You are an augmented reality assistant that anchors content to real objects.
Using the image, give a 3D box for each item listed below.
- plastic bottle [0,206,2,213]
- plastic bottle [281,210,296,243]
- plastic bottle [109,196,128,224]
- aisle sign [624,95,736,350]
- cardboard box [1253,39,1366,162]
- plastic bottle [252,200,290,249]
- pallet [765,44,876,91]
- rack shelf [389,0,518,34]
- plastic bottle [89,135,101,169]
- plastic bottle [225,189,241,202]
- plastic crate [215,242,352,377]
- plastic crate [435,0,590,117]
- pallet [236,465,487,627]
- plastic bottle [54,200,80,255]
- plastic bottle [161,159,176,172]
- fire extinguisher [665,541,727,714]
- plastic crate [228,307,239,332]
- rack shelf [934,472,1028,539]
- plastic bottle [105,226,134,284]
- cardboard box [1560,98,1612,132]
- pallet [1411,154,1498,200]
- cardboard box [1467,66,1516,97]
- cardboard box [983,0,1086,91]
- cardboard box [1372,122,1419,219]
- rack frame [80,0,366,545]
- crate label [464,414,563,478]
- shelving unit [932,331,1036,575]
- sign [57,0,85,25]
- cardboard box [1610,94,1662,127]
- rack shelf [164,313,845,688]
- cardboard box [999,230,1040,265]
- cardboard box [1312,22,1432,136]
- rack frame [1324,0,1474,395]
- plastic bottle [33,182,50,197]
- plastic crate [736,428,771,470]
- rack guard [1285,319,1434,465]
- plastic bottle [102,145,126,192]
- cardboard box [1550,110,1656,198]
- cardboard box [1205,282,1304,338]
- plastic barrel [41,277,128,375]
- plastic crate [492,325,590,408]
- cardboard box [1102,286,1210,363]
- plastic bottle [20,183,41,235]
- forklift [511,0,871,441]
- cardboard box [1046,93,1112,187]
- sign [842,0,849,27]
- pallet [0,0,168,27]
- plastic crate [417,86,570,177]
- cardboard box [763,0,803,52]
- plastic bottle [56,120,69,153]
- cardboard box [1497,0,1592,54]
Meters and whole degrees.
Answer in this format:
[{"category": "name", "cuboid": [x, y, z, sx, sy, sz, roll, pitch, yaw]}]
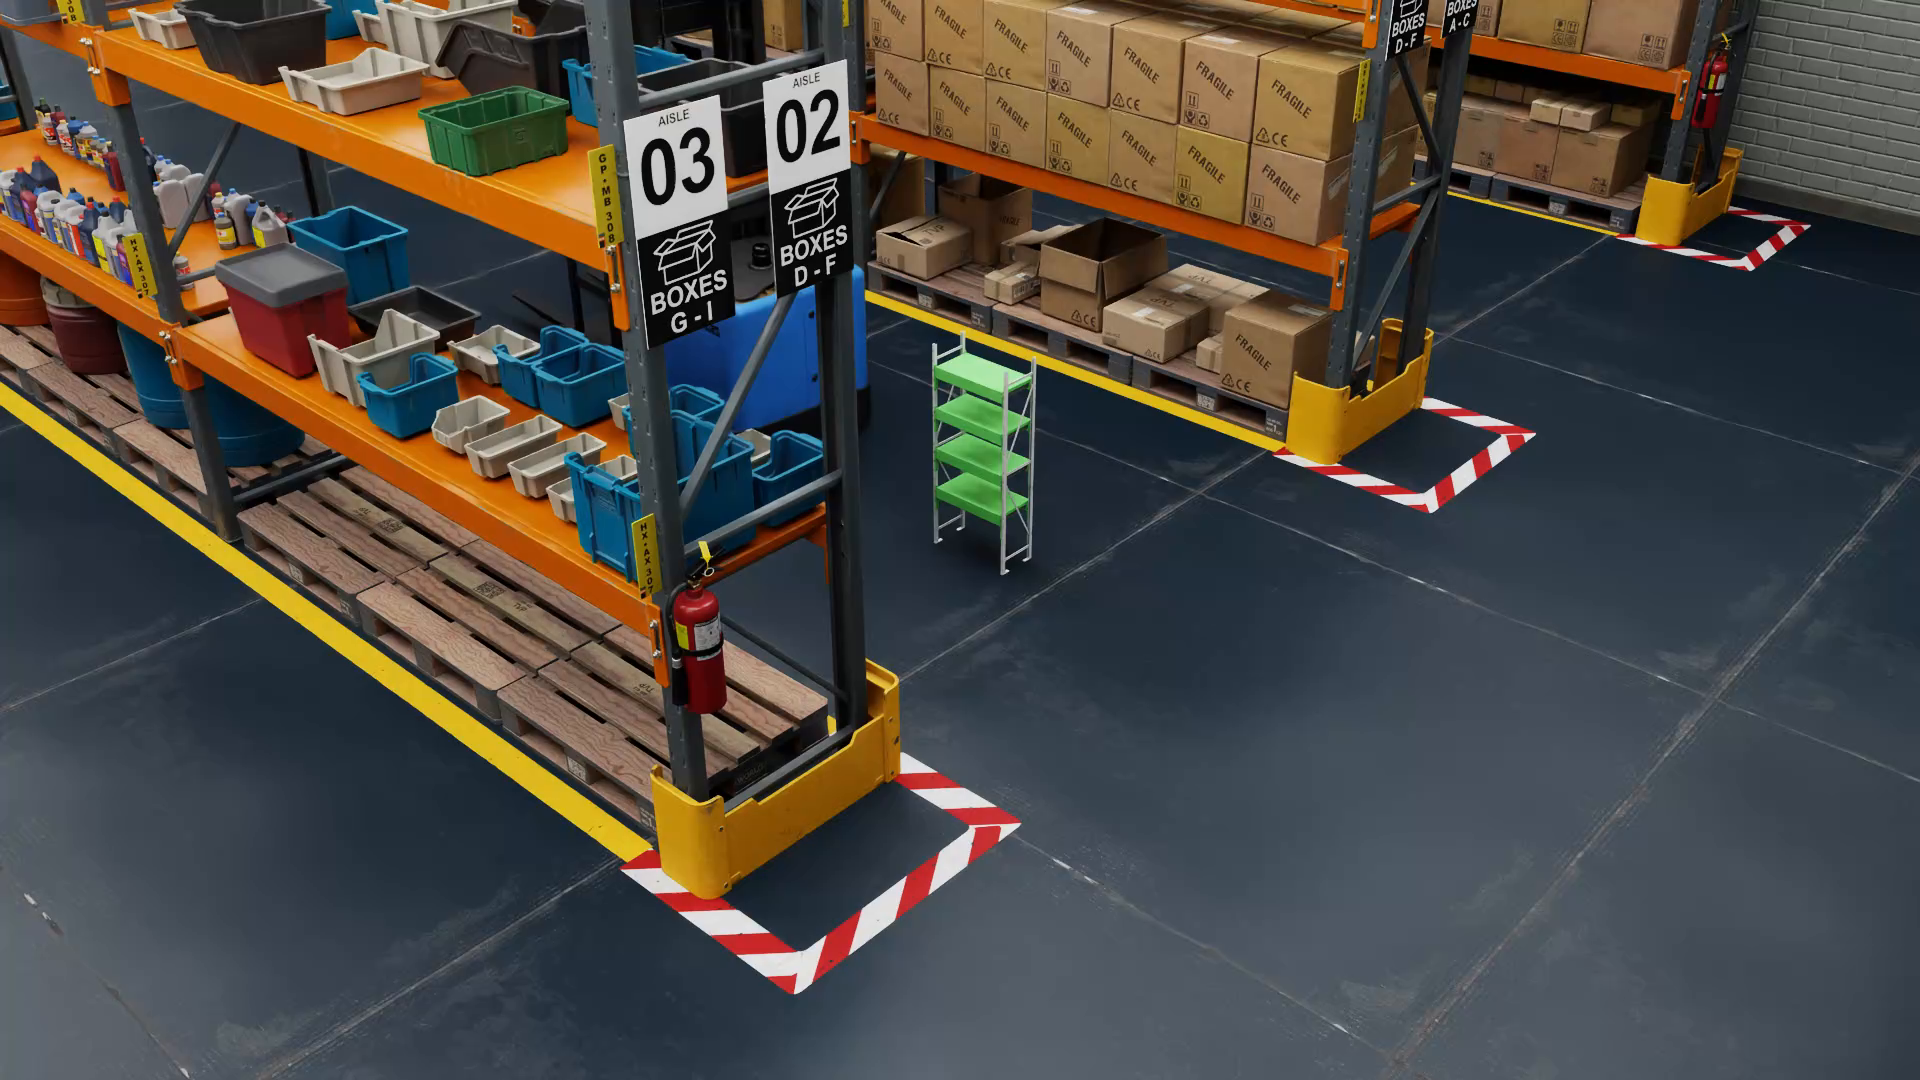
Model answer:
[{"category": "plastic bottle", "cuboid": [-5.788, -2.112, 9.963, 0.133, 0.283, 0.061, 25, 39, 35]}, {"category": "plastic bottle", "cuboid": [-3.738, -1.709, 9.293, 0.133, 0.283, 0.061, 25, 39, 35]}, {"category": "plastic bottle", "cuboid": [-4.694, -1.760, 9.312, 0.185, 0.351, 0.144, 25, 39, 35]}, {"category": "aisle sign", "cuboid": [-0.930, -1.061, 5.584, 0.004, 0.787, 0.394, 25, 39, 35]}, {"category": "cardboard box", "cuboid": [2.025, -2.497, 9.423, 0.500, 0.500, 0.500, 25, 39, 35]}, {"category": "plastic bottle", "cuboid": [-3.826, -1.707, 9.225, 0.185, 0.351, 0.144, 25, 39, 35]}, {"category": "pallet", "cuboid": [-0.945, -3.597, 12.504, 1.213, 0.211, 1.003, 25, 39, 35]}, {"category": "rack shelf", "cuboid": [-4.874, -5.130, 15.560, 4.000, 0.370, 1.077, 25, 39, 35]}, {"category": "plastic bottle", "cuboid": [-5.527, -2.496, 10.680, 0.097, 0.201, 0.097, 0, 31, 0]}, {"category": "plastic bottle", "cuboid": [-4.179, -1.897, 9.617, 0.097, 0.271, 0.097, 0, 31, 0]}, {"category": "plastic crate", "cuboid": [-3.259, -1.117, 8.077, 0.583, 0.464, 0.402, 25, 39, 35]}, {"category": "plastic crate", "cuboid": [-1.735, -1.977, 6.777, 0.767, 0.338, 0.504, 25, 39, 35]}, {"category": "pallet", "cuboid": [-3.181, -0.034, 9.102, 1.213, 0.211, 1.003, 25, 39, 35]}, {"category": "plastic bottle", "cuboid": [-5.006, -1.776, 9.412, 0.135, 0.276, 0.152, 25, 39, 35]}, {"category": "plastic bottle", "cuboid": [-4.766, -2.171, 10.072, 0.097, 0.271, 0.097, 0, 31, 0]}, {"category": "fire extinguisher", "cuboid": [-0.980, 0.335, 6.222, 0.183, 0.674, 0.296, 25, 39, 35]}, {"category": "plastic crate", "cuboid": [-3.503, -1.166, 8.475, 0.243, 0.136, 0.396, 25, 39, 35]}, {"category": "rack shelf", "cuboid": [0.123, -0.196, 9.002, 0.480, 0.148, 0.258, 25, 39, 35]}, {"category": "plastic bottle", "cuboid": [-4.533, -1.555, 9.044, 0.135, 0.276, 0.152, 25, 39, 35]}, {"category": "cardboard box", "cuboid": [5.058, -3.438, 13.441, 0.250, 0.149, 0.380, 25, 39, 35]}, {"category": "pallet", "cuboid": [4.315, -3.347, 14.605, 1.213, 0.211, 1.003, 25, 39, 35]}, {"category": "cardboard box", "cuboid": [4.561, -3.935, 14.266, 0.250, 0.149, 0.380, 25, 39, 36]}, {"category": "cardboard box", "cuboid": [0.498, -3.206, 10.600, 0.500, 0.500, 0.500, 24, 38, 34]}, {"category": "cardboard box", "cuboid": [2.388, -2.274, 10.023, 0.500, 0.500, 0.500, 26, 40, 36]}, {"category": "rack frame", "cuboid": [-3.753, -1.469, 8.781, 0.127, 3.000, 1.000, 25, 39, 35]}, {"category": "crate label", "cuboid": [-1.941, -0.403, 7.208, 0.243, 0.136, 0.396, 25, 39, 35]}, {"category": "shelving unit", "cuboid": [0.123, -0.457, 8.845, 0.503, 1.200, 0.258, 25, 39, 35]}, {"category": "sign", "cuboid": [-4.123, -2.548, 7.657, 0.005, 0.325, 0.100, 25, 39, 35]}, {"category": "cardboard box", "cuboid": [5.502, -3.497, 13.538, 0.250, 0.149, 0.380, 25, 39, 35]}, {"category": "rack shelf", "cuboid": [-2.270, -0.468, 7.817, 4.000, 0.370, 1.077, 25, 39, 35]}, {"category": "cardboard box", "cuboid": [0.505, -2.133, 12.222, 0.250, 0.149, 0.380, 25, 39, 35]}, {"category": "cardboard box", "cuboid": [2.388, -2.703, 9.765, 0.500, 0.500, 0.500, 26, 40, 36]}, {"category": "rack frame", "cuboid": [2.540, -1.977, 9.626, 0.127, 3.000, 1.000, 25, 39, 35]}, {"category": "plastic bottle", "cuboid": [-5.341, -1.953, 9.711, 0.097, 0.271, 0.097, 0, 31, 0]}, {"category": "plastic crate", "cuboid": [-0.931, -0.351, 7.122, 0.298, 0.136, 0.250, 25, 39, 35]}, {"category": "rack guard", "cuboid": [2.483, -0.932, 10.314, 0.348, 0.500, 1.175, 25, 39, 35]}, {"category": "plastic bottle", "cuboid": [-5.244, -2.311, 10.294, 0.133, 0.283, 0.061, 25, 39, 35]}, {"category": "cardboard box", "cuboid": [5.275, -3.186, 13.650, 0.500, 0.500, 0.700, 25, 39, 35]}, {"category": "cardboard box", "cuboid": [1.956, -1.457, 11.002, 0.500, 0.250, 0.500, 25, 39, 35]}, {"category": "plastic barrel", "cuboid": [-5.507, -1.446, 10.675, 0.708, 0.588, 0.600, 25, 39, 35]}, {"category": "plastic crate", "cuboid": [-1.948, -0.809, 7.790, 0.300, 0.233, 0.416, 25, 39, 35]}, {"category": "cardboard box", "cuboid": [1.287, -1.422, 10.943, 0.500, 0.250, 0.500, 25, 39, 35]}, {"category": "plastic bottle", "cuboid": [-5.380, -1.922, 9.647, 0.133, 0.283, 0.061, 25, 39, 35]}, {"category": "forklift", "cuboid": [-1.911, -2.351, 10.314, 1.130, 2.935, 3.031, -25, 39, -35]}, {"category": "cardboard box", "cuboid": [0.898, -2.598, 10.561, 0.500, 0.500, 0.500, 24, 39, 34]}, {"category": "sign", "cuboid": [-0.796, -3.644, 11.272, 0.005, 0.325, 0.100, 25, 39, 35]}, {"category": "pallet", "cuboid": [-4.399, -2.907, 8.445, 1.003, 0.211, 1.213, 25, 39, 35]}, {"category": "plastic crate", "cuboid": [-1.710, -1.511, 6.148, 0.336, 0.188, 0.450, 25, 39, 35]}, {"category": "cardboard box", "cuboid": [-1.179, -4.047, 12.561, 0.700, 0.500, 0.500, -22, 38, -32]}, {"category": "plastic bottle", "cuboid": [-5.888, -2.664, 10.960, 0.097, 0.201, 0.097, 0, 31, 0]}, {"category": "cardboard box", "cuboid": [4.929, -4.421, 13.395, 0.700, 0.700, 0.980, 25, 39, 35]}]
